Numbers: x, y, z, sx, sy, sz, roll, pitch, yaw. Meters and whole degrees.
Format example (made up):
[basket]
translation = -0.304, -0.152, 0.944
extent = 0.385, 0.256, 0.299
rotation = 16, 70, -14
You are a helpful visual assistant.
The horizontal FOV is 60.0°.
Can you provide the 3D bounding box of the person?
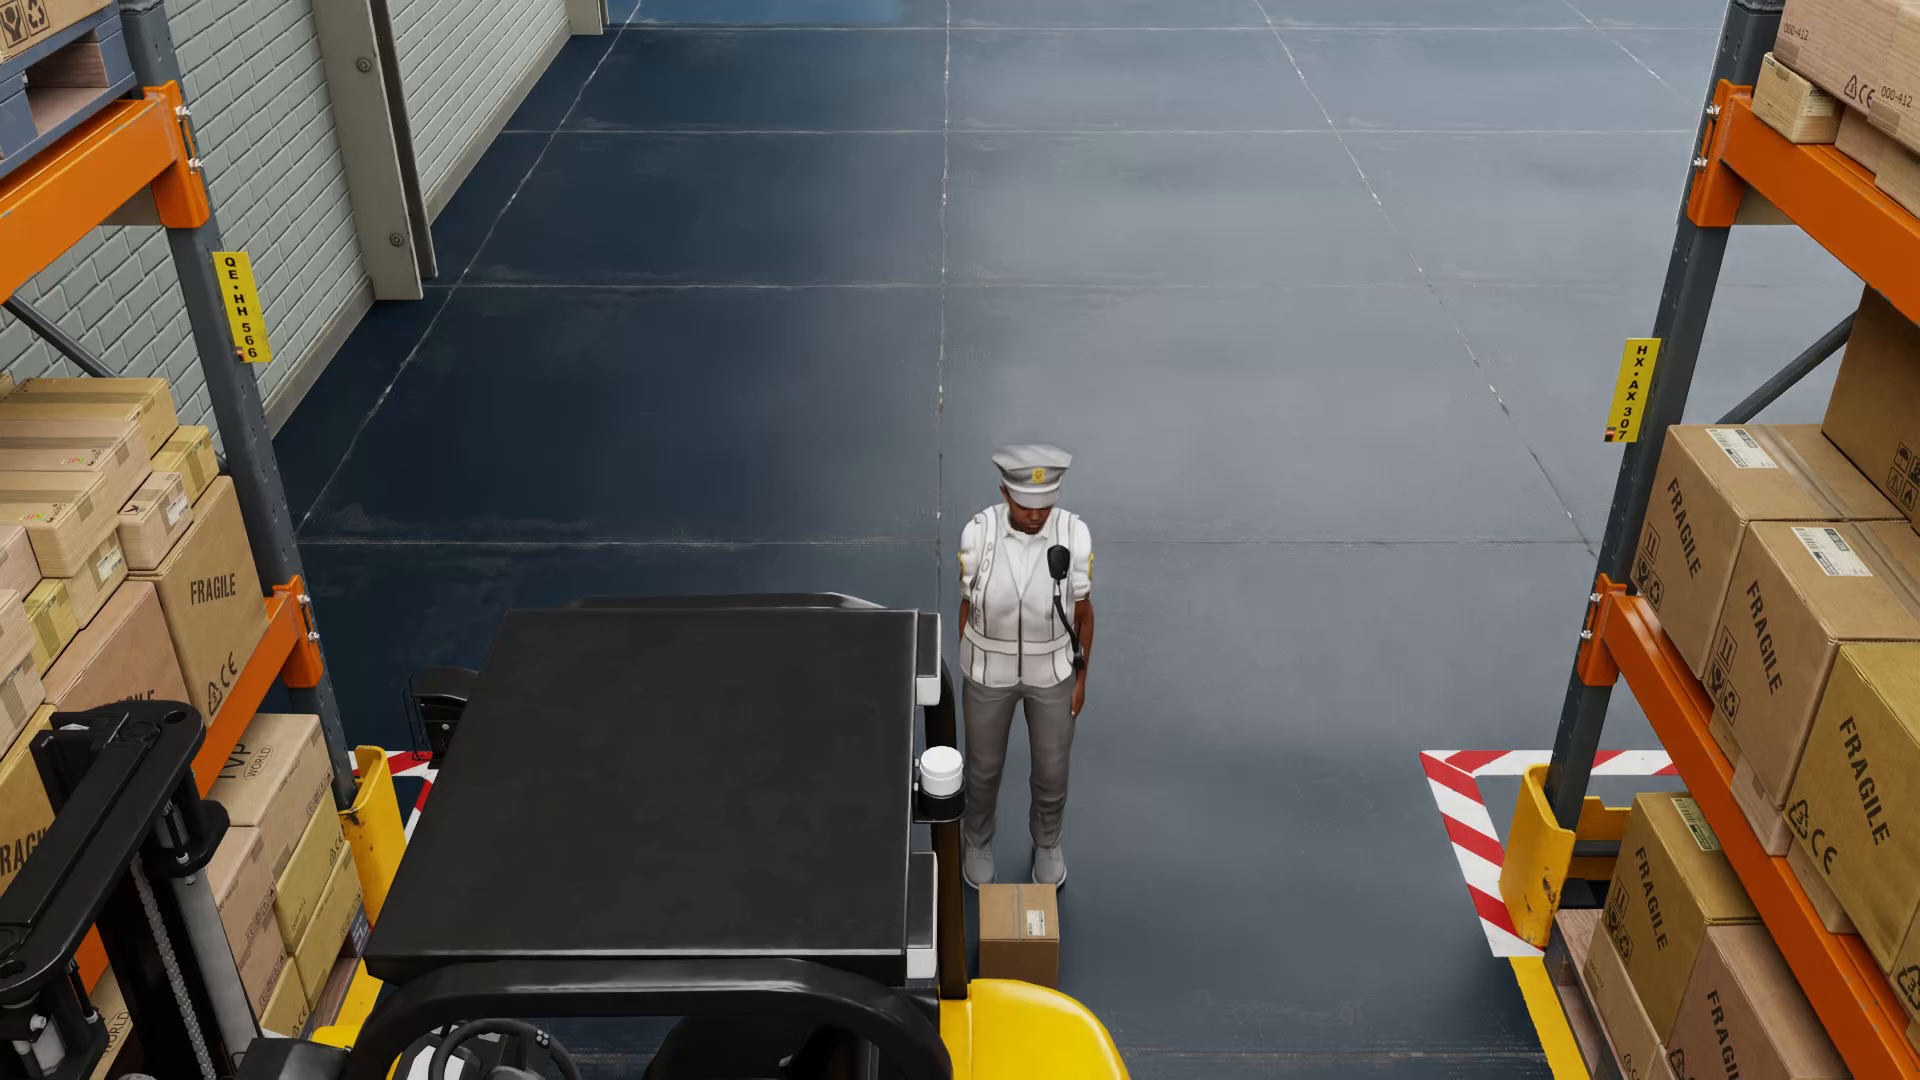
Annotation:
[person]
translation = 0.215, 0.442, 5.438
extent = 0.440, 1.659, 0.337
rotation = 0, 32, 1
